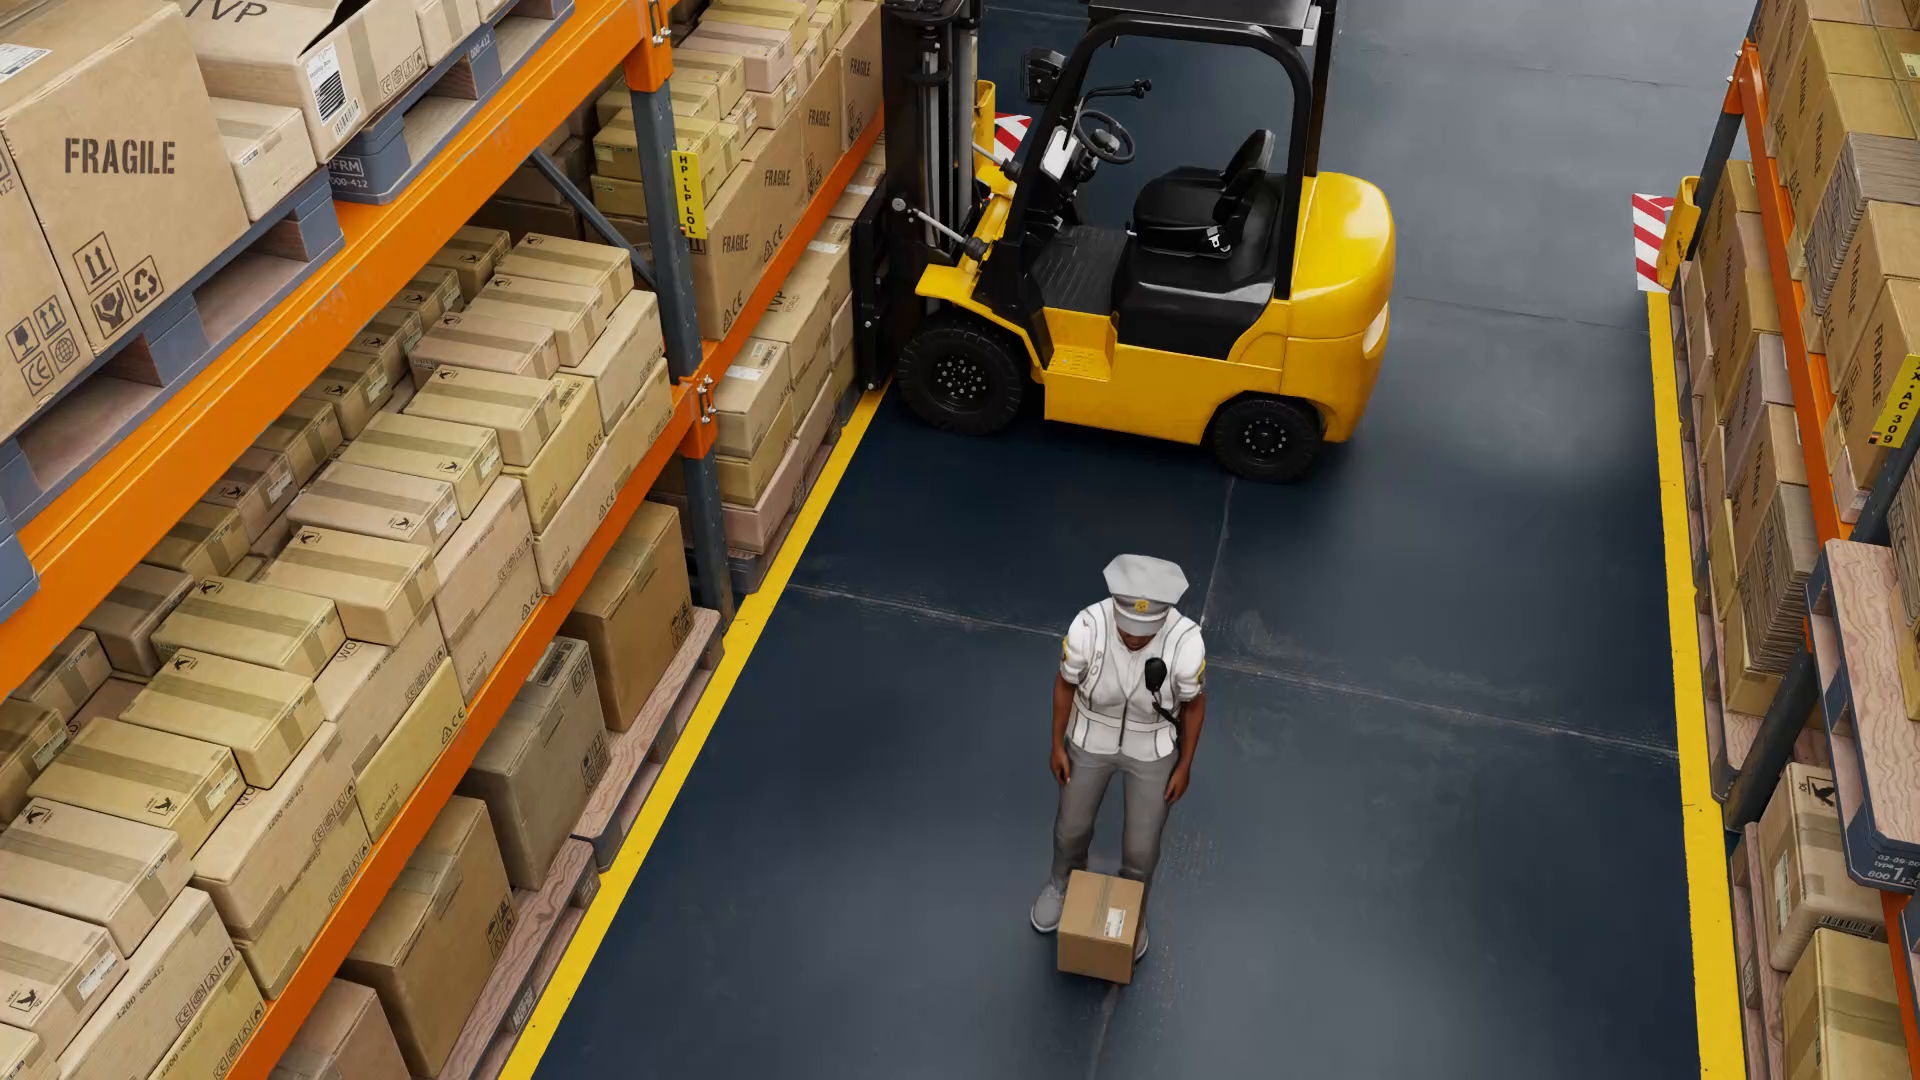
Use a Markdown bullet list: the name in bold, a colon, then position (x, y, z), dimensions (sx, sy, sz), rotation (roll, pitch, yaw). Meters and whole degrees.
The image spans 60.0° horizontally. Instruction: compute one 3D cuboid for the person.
- **person**: position (0.515, 0.689, 5.371), dimensions (0.502, 1.662, 0.424), rotation (9, 42, 10)
